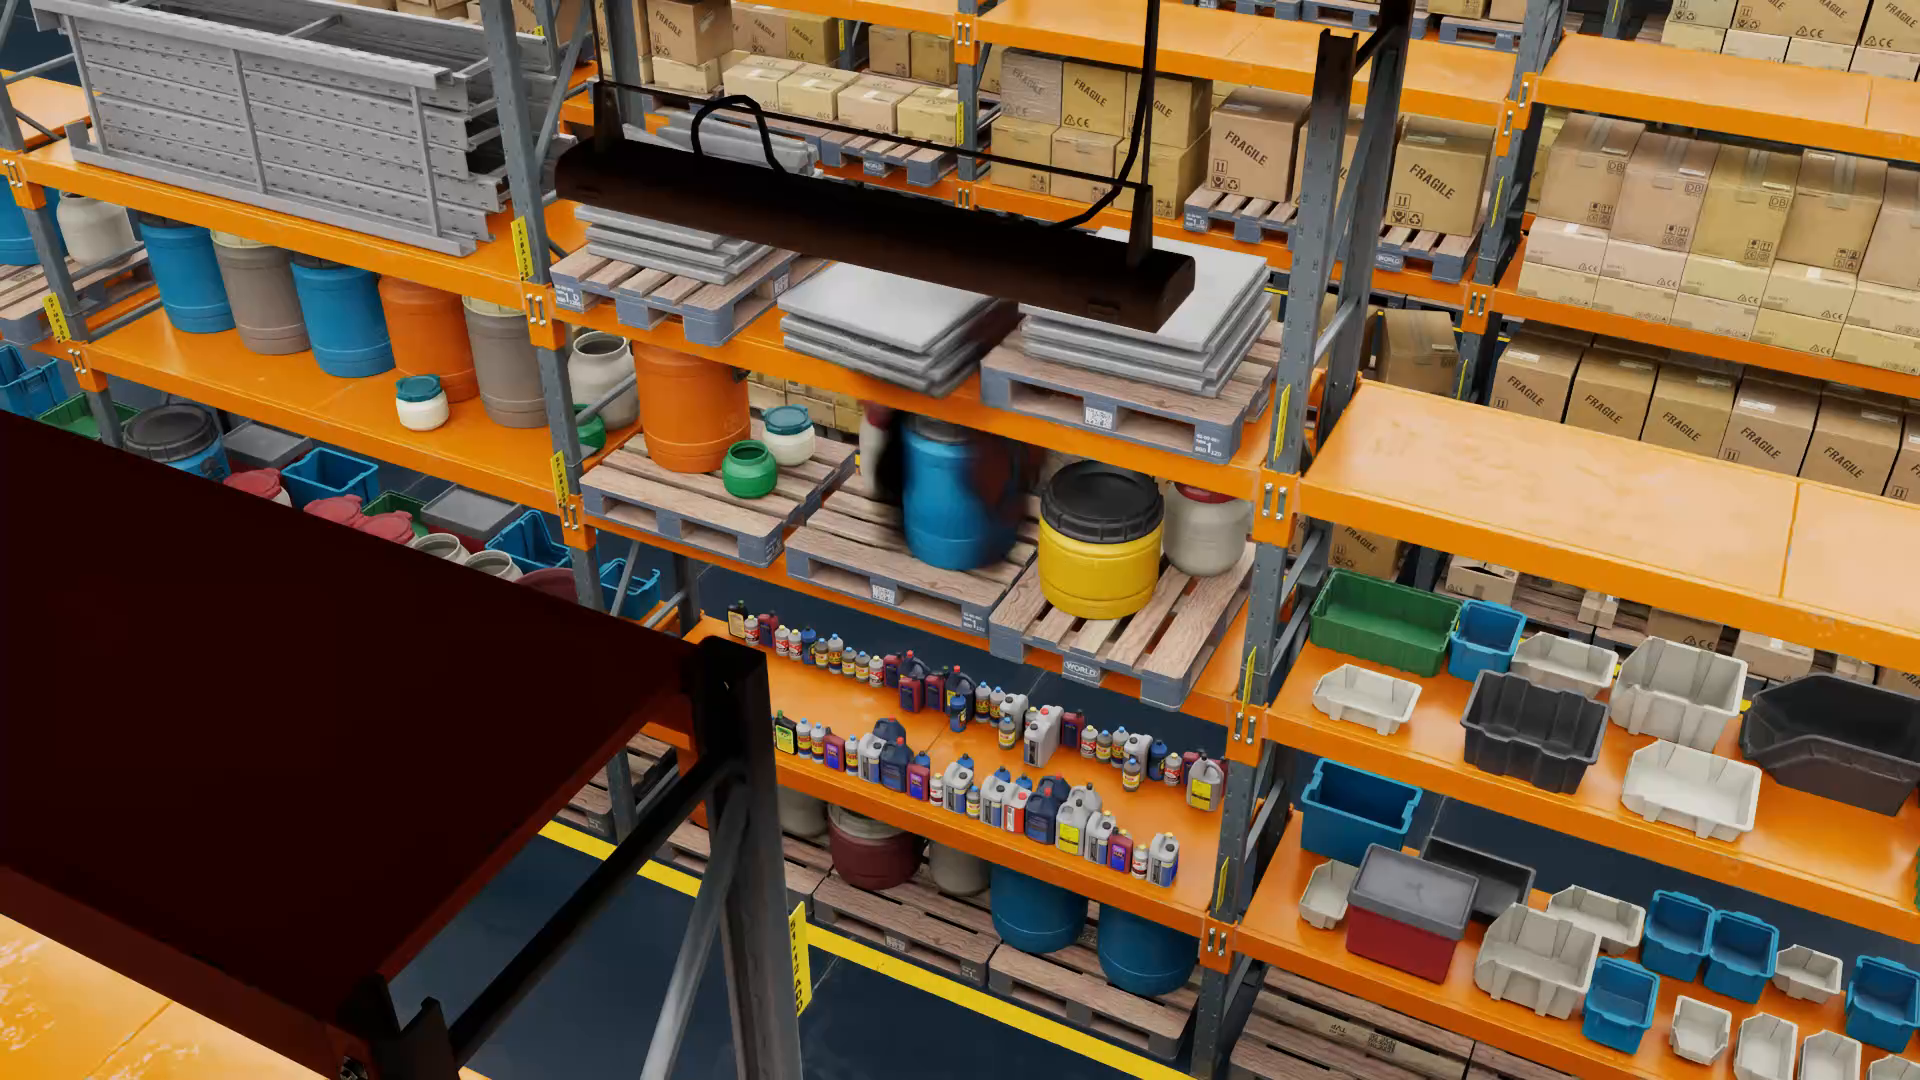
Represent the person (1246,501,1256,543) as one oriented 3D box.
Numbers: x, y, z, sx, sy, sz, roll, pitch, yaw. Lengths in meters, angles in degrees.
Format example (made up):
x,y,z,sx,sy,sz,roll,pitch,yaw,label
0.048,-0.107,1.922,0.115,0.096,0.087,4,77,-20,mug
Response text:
x,y,z,sx,sy,sz,roll,pitch,yaw,label
1.867,-0.166,12.094,0.760,1.778,0.531,6,36,9,person
